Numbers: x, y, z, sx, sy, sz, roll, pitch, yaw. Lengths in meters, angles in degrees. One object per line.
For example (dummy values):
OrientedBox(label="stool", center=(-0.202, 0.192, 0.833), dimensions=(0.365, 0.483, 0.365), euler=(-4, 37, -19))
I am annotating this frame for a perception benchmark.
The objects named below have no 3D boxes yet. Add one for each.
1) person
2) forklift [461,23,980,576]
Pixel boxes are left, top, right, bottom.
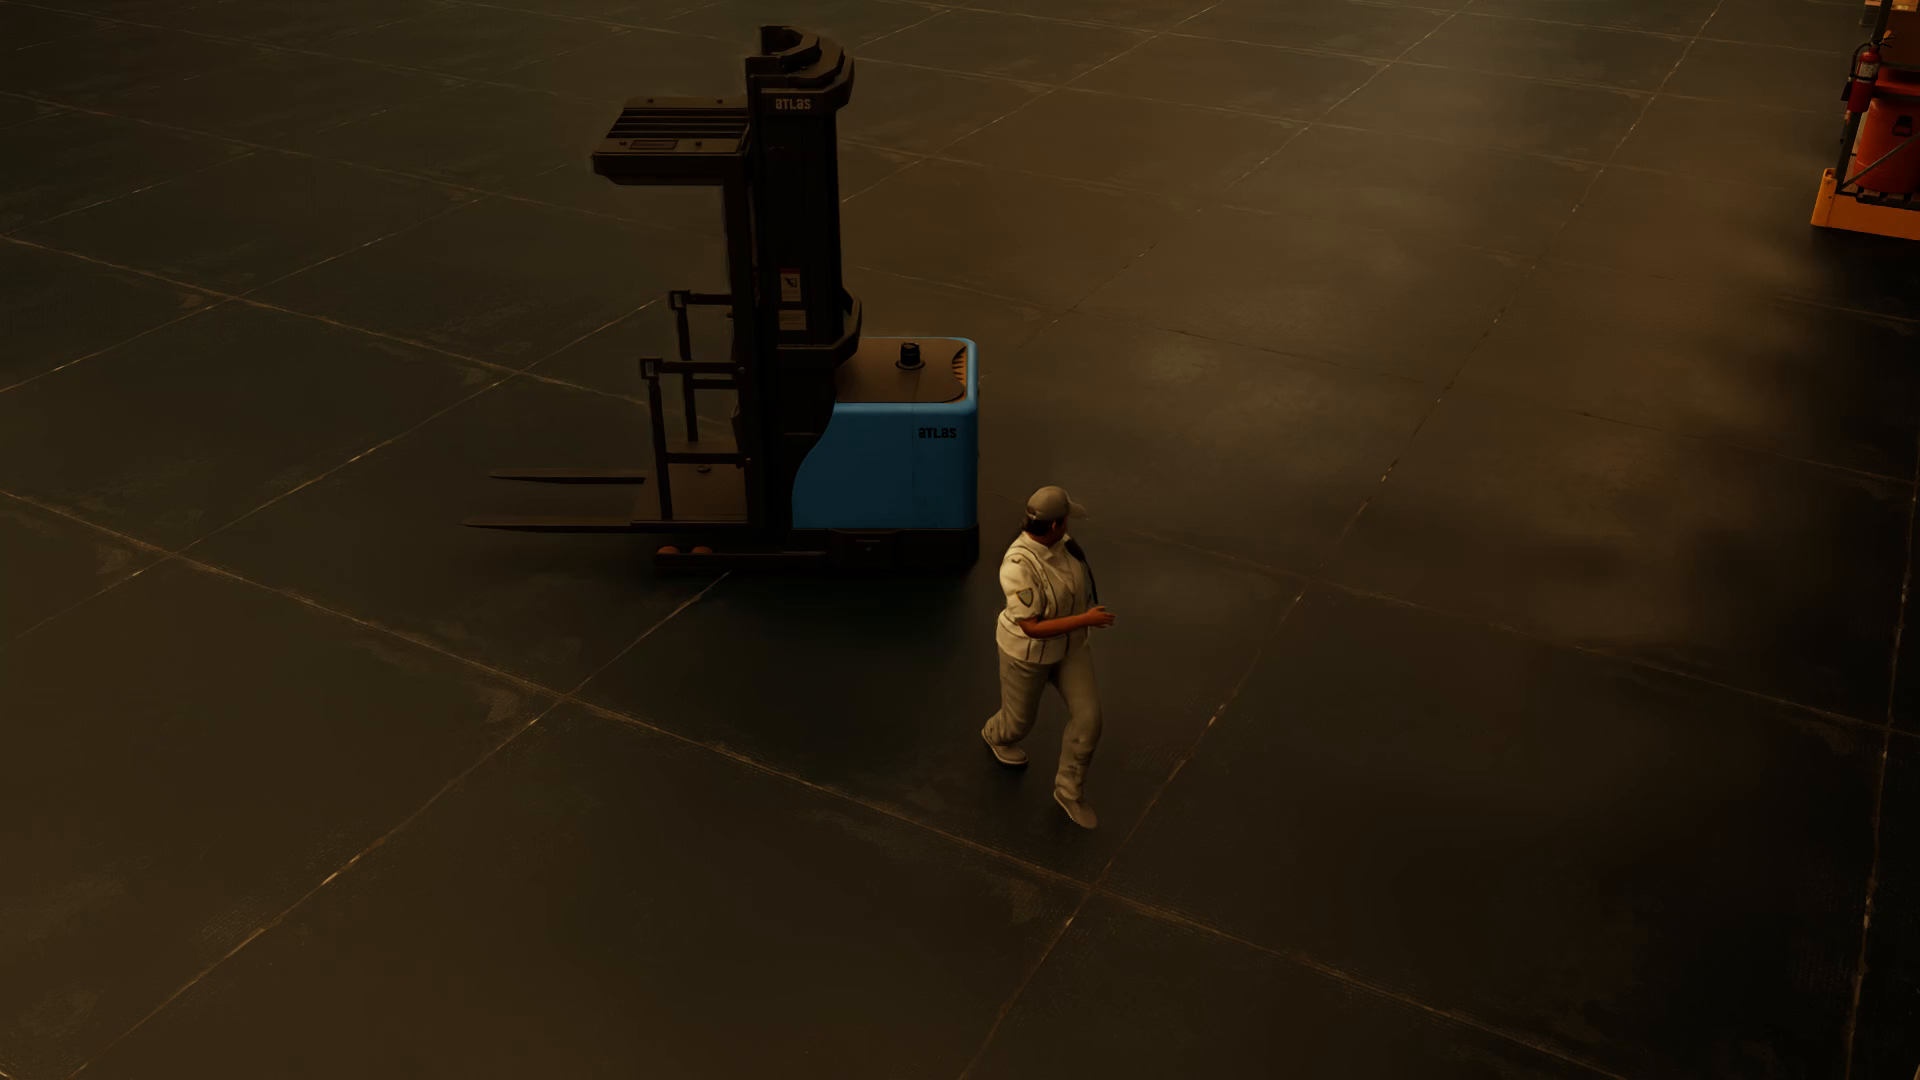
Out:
OrientedBox(label="person", center=(0.385, 0.487, 7.623), dimensions=(0.504, 1.603, 0.888), euler=(-19, 35, -30))
OrientedBox(label="forklift", center=(-1.401, -1.327, 9.371), dimensions=(3.031, 2.935, 1.130), euler=(0, 30, 1))
